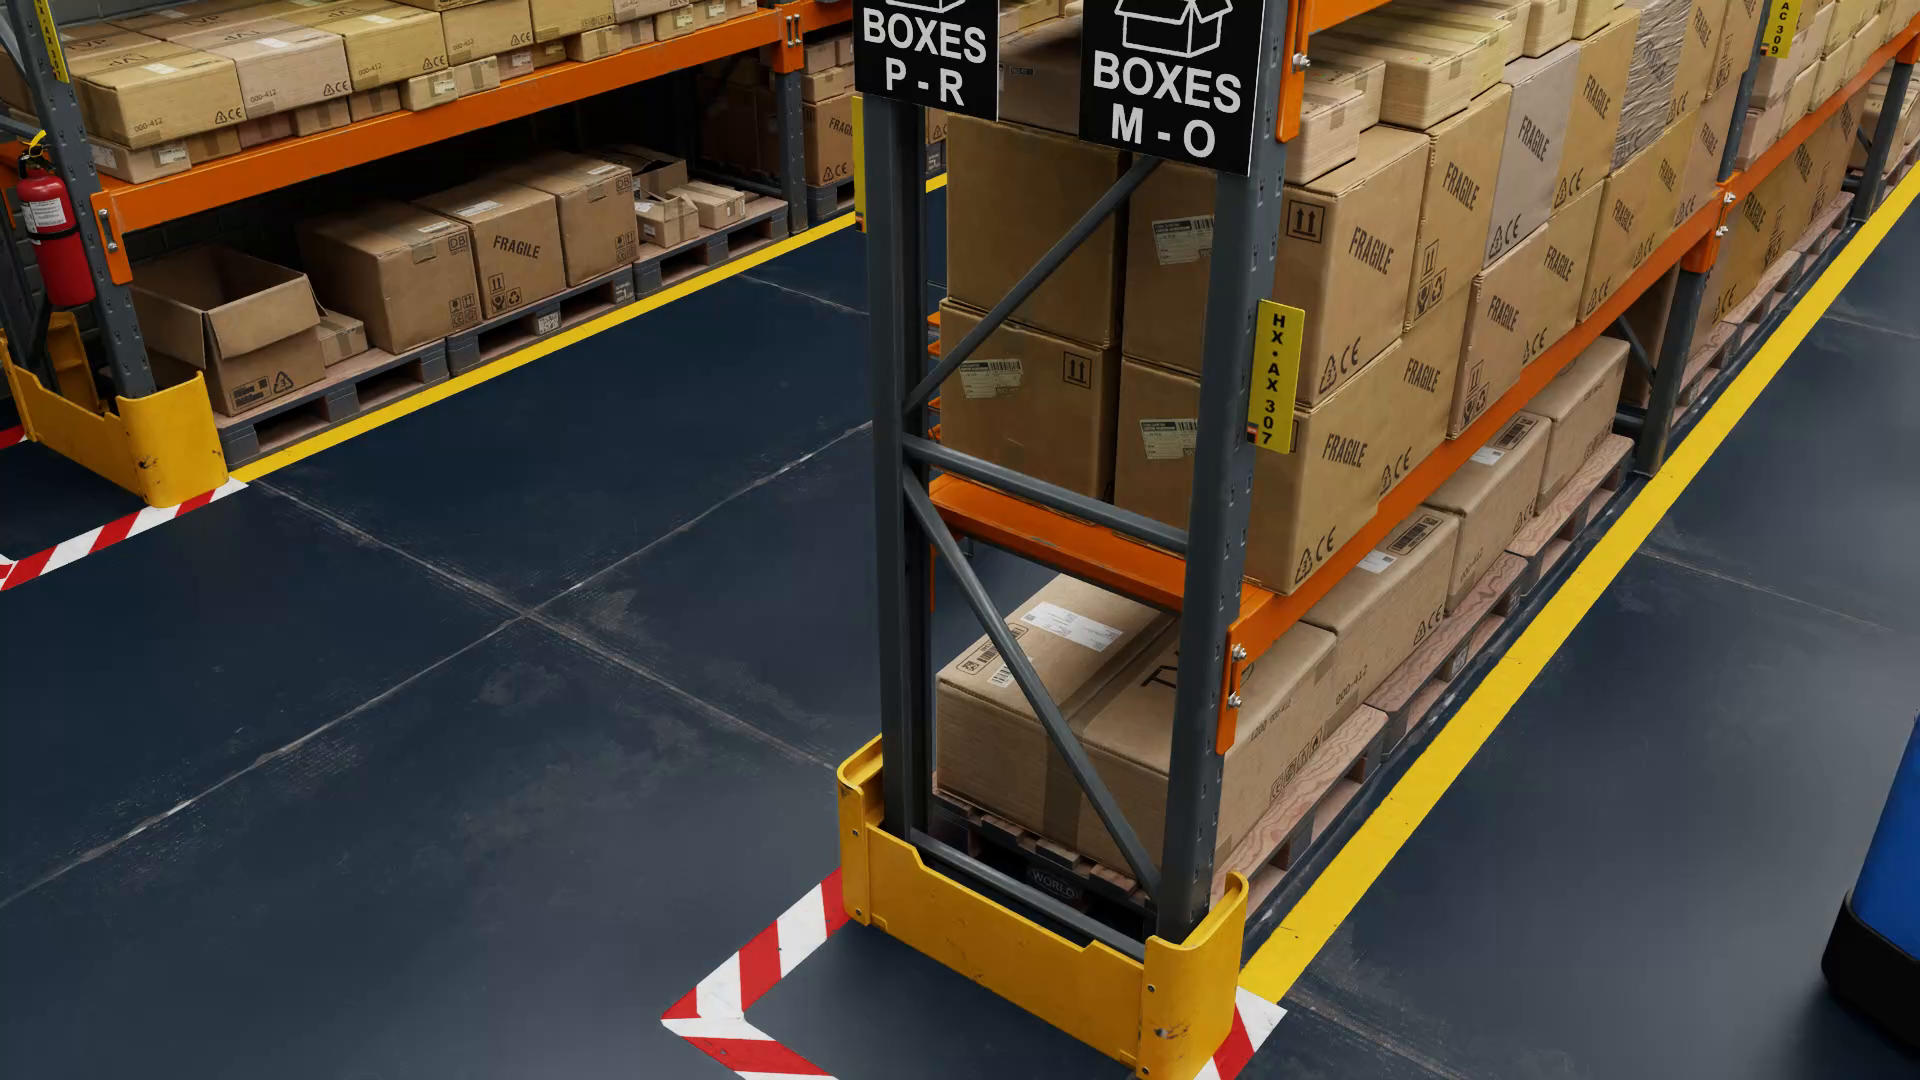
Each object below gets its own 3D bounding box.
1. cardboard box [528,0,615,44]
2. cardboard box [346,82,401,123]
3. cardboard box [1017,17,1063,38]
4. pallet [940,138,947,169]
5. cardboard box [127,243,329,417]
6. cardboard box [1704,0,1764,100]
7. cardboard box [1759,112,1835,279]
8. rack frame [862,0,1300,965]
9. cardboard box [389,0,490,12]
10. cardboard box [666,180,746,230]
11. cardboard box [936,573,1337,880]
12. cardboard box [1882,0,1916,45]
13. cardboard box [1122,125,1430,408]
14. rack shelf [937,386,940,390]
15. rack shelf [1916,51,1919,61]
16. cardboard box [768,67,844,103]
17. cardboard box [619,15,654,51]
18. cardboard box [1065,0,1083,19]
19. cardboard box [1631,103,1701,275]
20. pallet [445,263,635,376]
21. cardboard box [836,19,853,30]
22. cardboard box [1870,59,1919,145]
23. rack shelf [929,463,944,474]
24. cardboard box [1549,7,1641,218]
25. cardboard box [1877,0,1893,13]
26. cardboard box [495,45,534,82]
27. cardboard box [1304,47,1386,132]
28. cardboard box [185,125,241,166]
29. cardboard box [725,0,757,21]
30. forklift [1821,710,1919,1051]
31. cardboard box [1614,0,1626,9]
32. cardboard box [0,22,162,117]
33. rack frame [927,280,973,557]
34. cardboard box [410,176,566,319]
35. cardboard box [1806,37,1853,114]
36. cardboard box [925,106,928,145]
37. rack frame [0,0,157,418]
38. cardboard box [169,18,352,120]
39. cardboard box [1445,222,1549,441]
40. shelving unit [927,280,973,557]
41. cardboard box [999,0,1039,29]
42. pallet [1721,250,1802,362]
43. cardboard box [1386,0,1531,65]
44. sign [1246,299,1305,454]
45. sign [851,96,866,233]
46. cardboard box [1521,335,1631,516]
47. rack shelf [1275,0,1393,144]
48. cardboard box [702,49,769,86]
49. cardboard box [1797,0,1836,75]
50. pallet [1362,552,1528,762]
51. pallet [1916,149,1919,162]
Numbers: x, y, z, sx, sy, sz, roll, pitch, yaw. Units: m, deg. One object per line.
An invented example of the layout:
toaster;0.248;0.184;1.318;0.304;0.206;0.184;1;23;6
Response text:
cardboard box;-2.047;-2.629;8.099;0.500;0.250;0.500;21;36;31
cardboard box;-2.725;-1.998;7.426;0.380;0.149;0.250;22;37;32
cardboard box;0.374;-3.333;11.472;0.500;0.500;0.500;23;38;33
pallet;-0.135;-2.895;11.427;1.003;0.211;1.213;21;37;31
cardboard box;-3.302;-0.954;7.455;0.797;0.503;0.637;20;36;29
cardboard box;2.563;-1.924;5.976;0.500;0.500;0.500;21;36;31
cardboard box;4.017;-2.004;8.861;0.875;0.875;0.875;22;37;32
rack frame;0.213;-0.102;3.980;1.000;3.000;0.127;21;37;31
cardboard box;-2.353;-2.726;7.527;0.500;0.500;0.500;22;37;32
cardboard box;-1.434;-1.891;9.384;0.380;0.149;0.250;20;36;30
cardboard box;0.532;0.520;5.031;0.875;0.438;0.875;20;36;30
cardboard box;4.648;-2.791;8.665;0.500;0.250;0.500;22;37;32
cardboard box;0.730;-0.683;3.881;0.500;0.500;0.500;20;36;30
rack shelf;0.009;-0.587;6.416;0.258;0.103;0.180;21;37;31
rack shelf;6.249;-3.857;11.022;1.077;0.370;4.000;21;37;31
cardboard box;-0.903;-2.702;9.771;0.380;0.149;0.250;23;38;33
cardboard box;-1.781;-2.615;8.466;0.380;0.149;0.250;22;37;33
cardboard box;0.493;-1.303;4.292;0.380;0.149;0.250;21;36;31
cardboard box;2.245;-1.293;5.891;0.500;0.500;0.500;20;36;30
pallet;-2.483;-1.277;8.699;1.003;0.211;1.213;21;37;31
cardboard box;-0.703;-3.294;10.770;0.380;0.149;0.250;22;37;33
cardboard box;5.830;-2.933;10.922;0.950;0.372;0.625;20;36;30
rack shelf;0.009;-0.277;6.599;0.258;0.103;0.180;21;37;31
cardboard box;1.641;-1.310;4.939;0.500;0.500;0.500;21;37;31
cardboard box;4.353;-2.805;8.198;0.500;0.250;0.500;20;36;30
cardboard box;-2.269;-2.317;7.964;0.380;0.149;0.250;21;37;31
cardboard box;0.749;-1.042;3.851;0.380;0.149;0.250;22;37;32
cardboard box;-3.213;-1.687;6.901;0.380;0.149;0.250;22;37;32
cardboard box;-1.323;-2.939;9.013;0.380;0.149;0.250;22;37;32
forklift;3.927;-0.147;4.123;3.031;2.935;1.130;-15;34;-24
cardboard box;1.737;-1.652;4.881;0.380;0.149;0.250;21;37;31
cardboard box;-3.680;-1.960;6.971;0.500;0.250;0.500;22;37;33
rack frame;-0.047;-0.485;6.391;0.240;1.200;0.006;21;37;31
cardboard box;-2.356;-1.473;8.332;0.500;0.500;0.500;22;37;32
cardboard box;3.737;-2.175;7.625;0.500;0.250;0.500;21;36;31
cardboard box;-0.547;-2.706;10.414;0.500;0.500;0.500;21;36;31
rack frame;-3.747;-1.628;6.555;1.000;3.000;0.127;21;37;31
cardboard box;-2.954;-1.998;7.035;0.500;0.250;0.500;22;37;32
cardboard box;1.336;-0.667;4.836;0.500;0.500;0.500;21;37;31
shelving unit;0.009;-0.522;6.454;0.258;1.200;0.189;21;37;31
cardboard box;0.306;-3.577;11.247;0.380;0.149;0.250;21;36;31
pallet;3.769;-1.363;8.843;1.003;0.211;1.213;21;37;31
cardboard box;1.259;-1.348;4.367;0.380;0.149;0.250;22;37;32
sign;0.652;-0.335;3.447;0.100;0.325;0.005;21;37;31
sign;-0.211;-0.875;3.916;0.100;0.325;0.005;21;37;31
cardboard box;2.163;-0.584;6.895;0.875;0.438;0.875;21;36;31
rack shelf;1.420;-1.896;4.770;1.077;0.370;4.000;21;37;31
cardboard box;-1.340;-2.877;10.066;0.380;0.149;0.250;20;36;29
cardboard box;3.410;-2.191;7.162;0.500;0.250;0.500;22;37;32
pallet;1.370;0.255;6.113;1.003;0.211;1.213;21;37;31
pallet;6.252;-2.965;11.546;1.003;0.211;1.213;21;37;31
